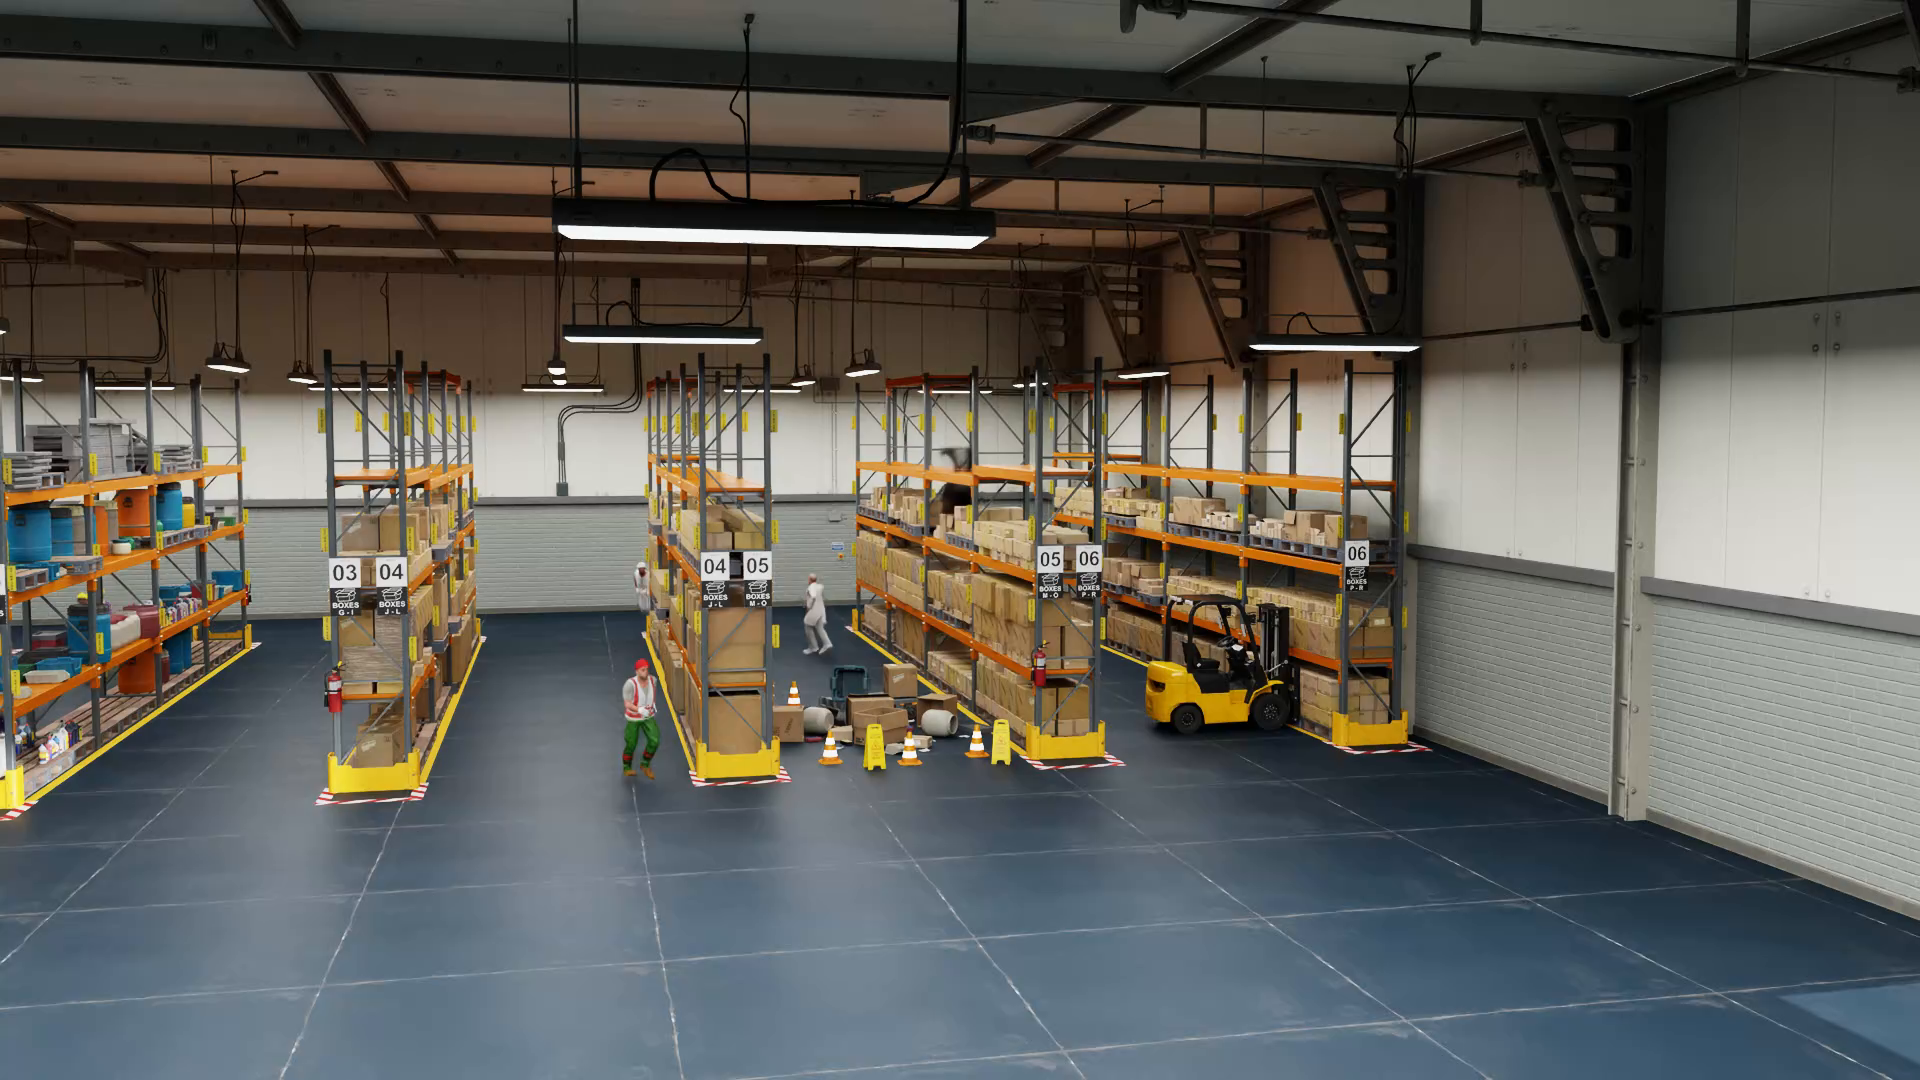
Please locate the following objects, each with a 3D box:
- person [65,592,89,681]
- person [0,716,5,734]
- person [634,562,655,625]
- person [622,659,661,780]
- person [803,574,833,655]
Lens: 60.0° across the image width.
[{"bbox_3d":[-16.879,1.901,31.975,0.691,1.790,0.719,-1,4,-14],"label":"person"},{"bbox_3d":[-15.162,2.392,25.999,0.605,1.642,0.939,0,4,-1],"label":"person"},{"bbox_3d":[-7.767,1.320,41.107,0.685,1.597,0.799,2,4,21],"label":"person"},{"bbox_3d":[-4.425,2.500,23.162,0.619,1.728,0.985,-3,5,-34],"label":"person"},{"bbox_3d":[-3.037,1.614,36.050,0.926,1.746,0.667,4,5,42],"label":"person"}]
